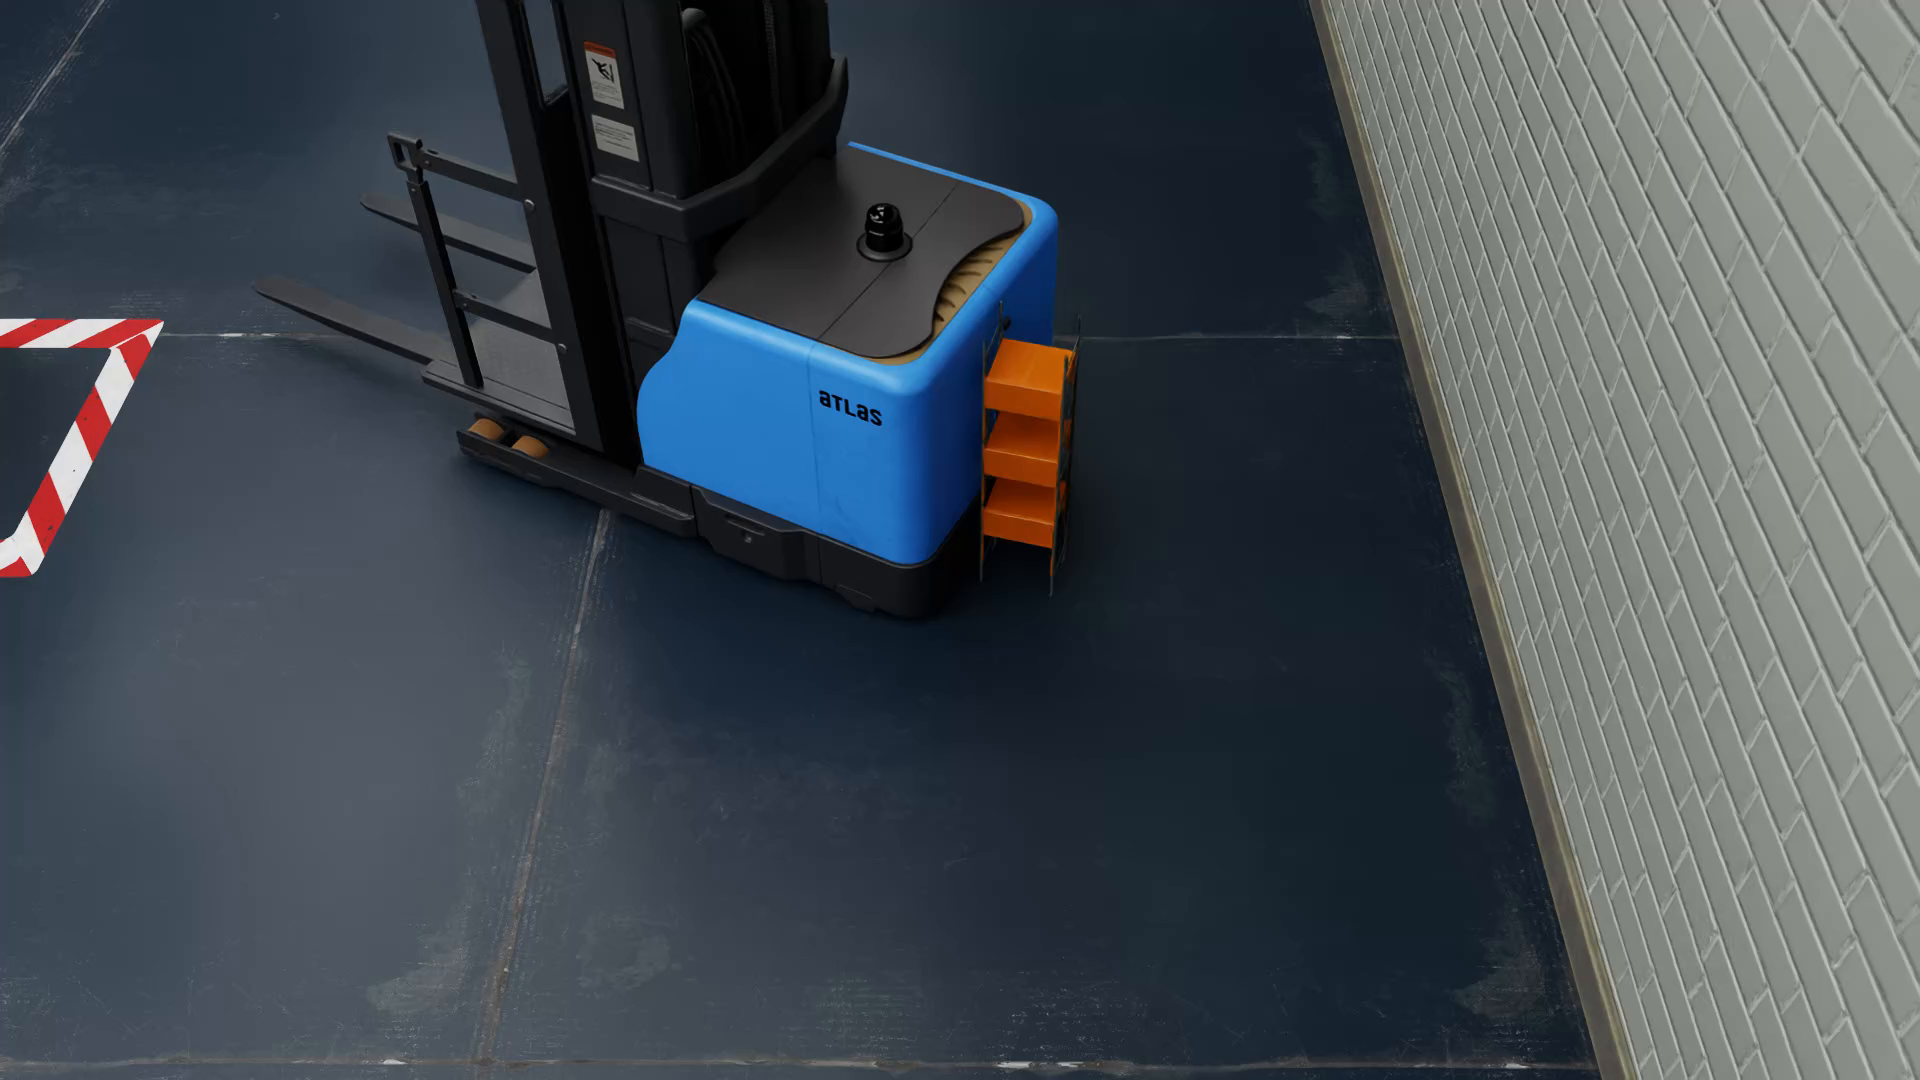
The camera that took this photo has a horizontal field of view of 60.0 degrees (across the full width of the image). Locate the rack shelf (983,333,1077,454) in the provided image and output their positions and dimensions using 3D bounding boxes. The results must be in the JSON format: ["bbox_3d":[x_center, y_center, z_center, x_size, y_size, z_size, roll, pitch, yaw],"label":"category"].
[{"bbox_3d":[0.215,-0.448,5.077,0.240,0.259,0.215,12,48,11],"label":"rack shelf"}]

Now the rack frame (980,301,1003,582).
[{"bbox_3d":[0.097,-0.286,5.299,0.008,1.050,0.200,12,48,11],"label":"rack frame"}]

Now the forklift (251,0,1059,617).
[{"bbox_3d":[-1.218,-1.525,5.167,3.031,2.935,1.130,21,50,18],"label":"forklift"}]

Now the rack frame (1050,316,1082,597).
[{"bbox_3d":[0.332,-0.238,5.254,0.008,1.050,0.200,12,48,11],"label":"rack frame"}]

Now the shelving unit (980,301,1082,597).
[{"bbox_3d":[0.215,-0.262,5.277,0.252,1.050,0.215,12,48,11],"label":"shelving unit"}]

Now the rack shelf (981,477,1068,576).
[{"bbox_3d":[0.215,-0.065,5.488,0.240,0.259,0.215,12,48,11],"label":"rack shelf"}]

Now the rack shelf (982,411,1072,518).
[{"bbox_3d":[0.215,-0.255,5.284,0.240,0.259,0.215,12,48,11],"label":"rack shelf"}]
